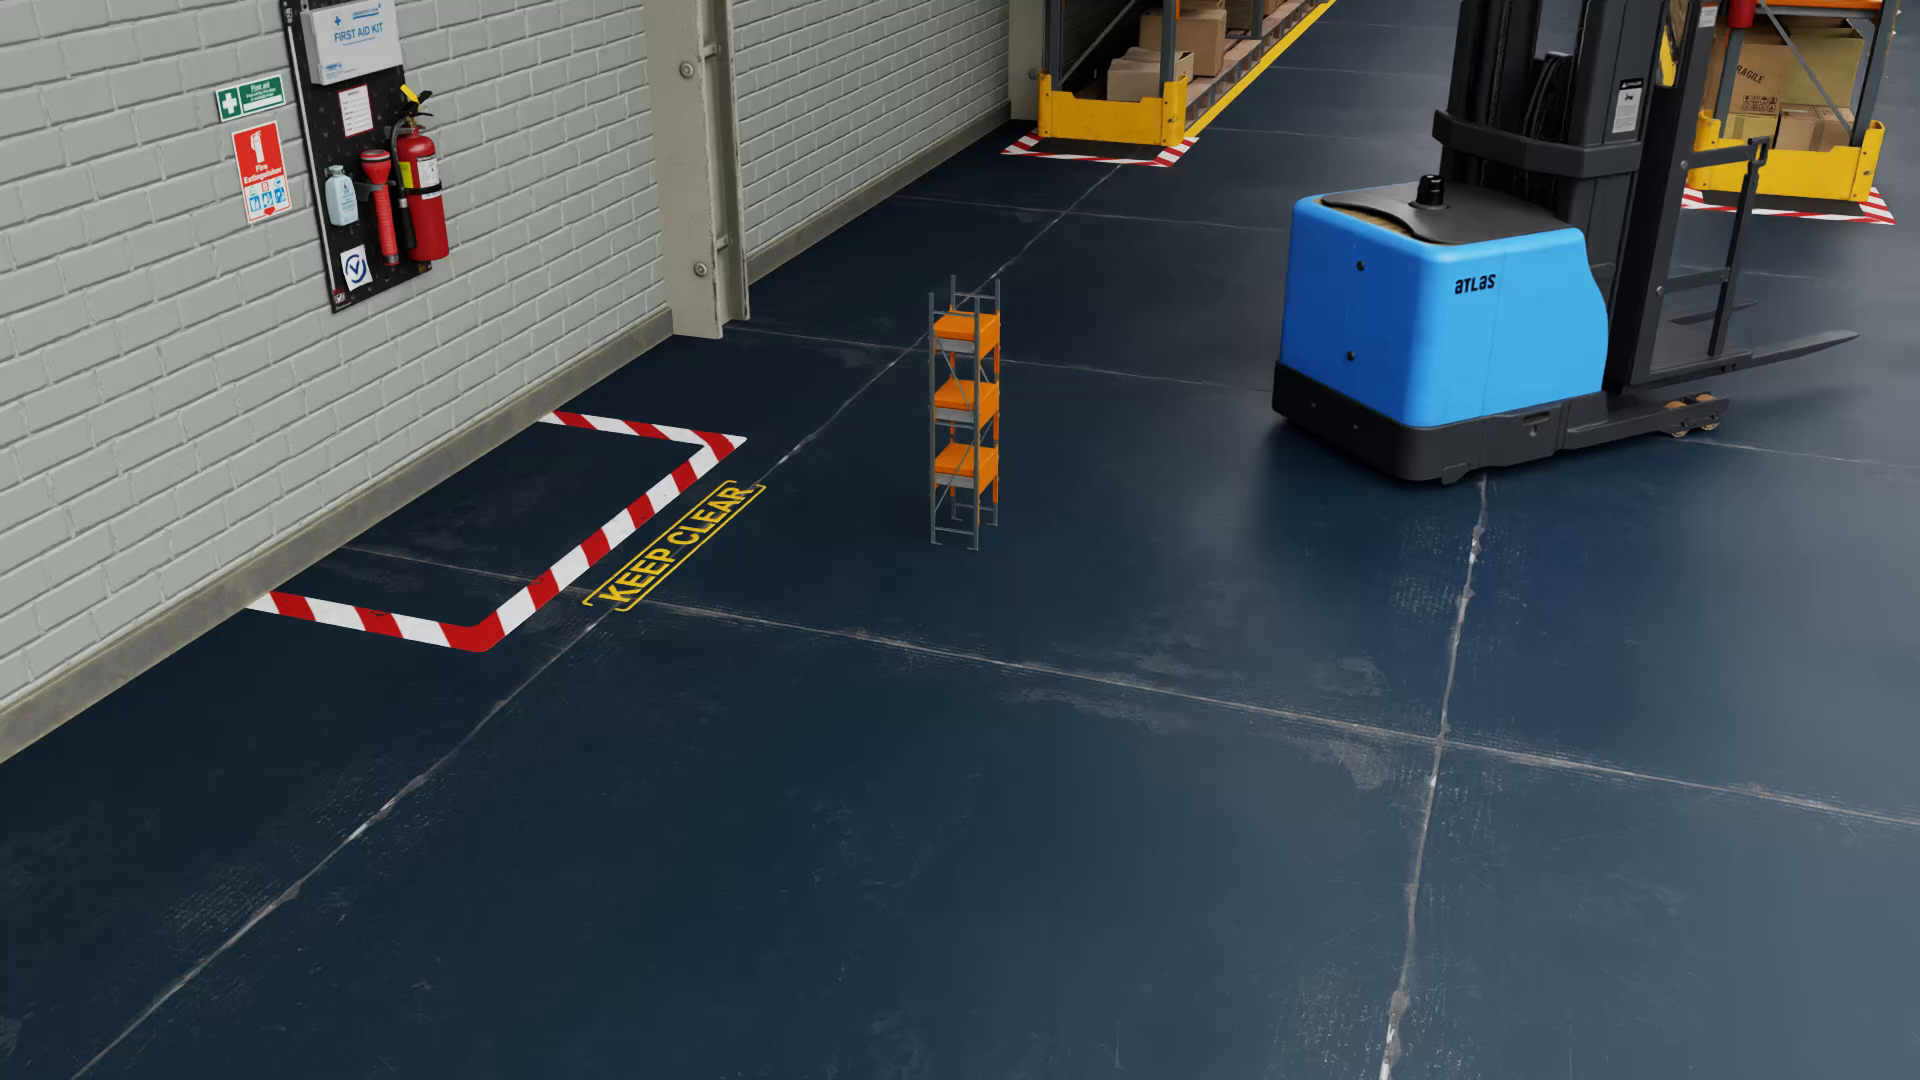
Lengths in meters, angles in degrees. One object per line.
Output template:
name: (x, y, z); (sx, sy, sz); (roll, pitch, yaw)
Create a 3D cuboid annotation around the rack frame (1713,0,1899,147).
rack frame: (5.866, -3.875, 11.310); (1.000, 3.000, 0.127); (9, 27, 17)

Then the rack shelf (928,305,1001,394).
rack shelf: (0.018, -0.740, 6.448); (0.215, 0.259, 0.240); (9, 27, 17)

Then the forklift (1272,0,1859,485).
forklift: (3.030, -1.989, 7.495); (3.031, 2.935, 1.130); (-12, 28, -24)

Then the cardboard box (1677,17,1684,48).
cardboard box: (7.232, -4.890, 16.081); (0.500, 0.250, 0.500); (8, 27, 17)

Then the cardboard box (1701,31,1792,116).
cardboard box: (5.764, -3.427, 12.199); (0.500, 0.500, 0.500); (9, 27, 17)

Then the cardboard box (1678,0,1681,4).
cardboard box: (7.568, -5.556, 16.812); (0.500, 0.311, 0.500); (8, 27, 17)

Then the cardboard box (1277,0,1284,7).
cardboard box: (3.246, -6.245, 18.570); (0.700, 0.500, 0.500); (9, 27, 17)

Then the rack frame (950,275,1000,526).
rack frame: (0.058, -0.545, 6.670); (0.200, 1.050, 0.008); (9, 27, 17)

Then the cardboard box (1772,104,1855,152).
cardboard box: (6.255, -3.014, 12.207); (0.500, 0.250, 0.500); (9, 27, 17)

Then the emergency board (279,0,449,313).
emergency board: (-2.244, -1.529, 6.466); (0.194, 1.169, 0.643); (9, 27, 17)

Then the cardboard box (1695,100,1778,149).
cardboard box: (5.766, -3.089, 12.362); (0.500, 0.250, 0.500); (9, 27, 17)

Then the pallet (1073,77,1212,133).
pallet: (1.523, -3.696, 14.142); (1.003, 0.211, 1.213); (9, 27, 17)

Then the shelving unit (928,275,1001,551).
shelving unit: (0.018, -0.495, 6.567); (0.215, 1.050, 0.252); (9, 27, 17)

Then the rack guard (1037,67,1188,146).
rack guard: (1.219, -3.498, 13.400); (1.175, 0.500, 0.348); (9, 27, 17)

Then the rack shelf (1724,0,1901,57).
rack shelf: (6.532, -4.373, 13.165); (1.077, 0.370, 4.000); (9, 27, 17)

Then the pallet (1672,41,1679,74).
pallet: (7.406, -4.572, 15.950); (1.003, 0.211, 1.213); (9, 27, 17)

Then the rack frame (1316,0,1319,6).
rack frame: (3.856, -7.879, 19.581); (1.000, 3.000, 0.127); (9, 27, 17)

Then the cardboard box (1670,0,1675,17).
cardboard box: (7.911, -5.734, 17.825); (0.500, 0.250, 0.500); (8, 27, 16)

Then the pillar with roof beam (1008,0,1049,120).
pillar with roof beam: (4.671, -7.080, 11.047); (9.100, 9.000, 0.400); (9, 27, 17)

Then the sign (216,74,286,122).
sign: (-2.515, -1.572, 5.905); (0.001, 0.109, 0.331); (9, 27, 17)

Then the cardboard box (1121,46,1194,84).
cardboard box: (1.699, -4.085, 14.325); (0.500, 0.311, 0.500); (11, 28, 22)

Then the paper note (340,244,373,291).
paper note: (-2.368, -1.070, 6.528); (0.016, 0.148, 0.142); (9, 27, 17)

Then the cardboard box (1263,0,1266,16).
cardboard box: (2.879, -5.833, 17.718); (0.700, 0.500, 0.500); (8, 27, 16)

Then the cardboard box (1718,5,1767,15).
cardboard box: (6.251, -4.045, 13.476); (0.500, 0.500, 0.500); (9, 27, 17)

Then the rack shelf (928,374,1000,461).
rack shelf: (0.018, -0.485, 6.571); (0.215, 0.259, 0.240); (9, 27, 17)

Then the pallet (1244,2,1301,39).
pallet: (3.187, -5.803, 18.494); (1.003, 0.211, 1.213); (9, 27, 17)

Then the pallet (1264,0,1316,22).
pallet: (3.595, -6.303, 19.526); (1.003, 0.211, 1.213); (9, 27, 17)

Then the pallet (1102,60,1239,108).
pallet: (1.930, -4.196, 15.174); (1.003, 0.211, 1.213); (9, 27, 17)

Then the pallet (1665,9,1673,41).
pallet: (8.218, -5.574, 18.021); (1.003, 0.211, 1.213); (9, 27, 17)

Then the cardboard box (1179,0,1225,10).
cardboard box: (2.217, -4.876, 15.742); (0.500, 0.500, 0.500); (7, 27, 14)

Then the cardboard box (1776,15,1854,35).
cardboard box: (6.574, -3.765, 12.896); (0.500, 0.500, 0.500); (9, 27, 17)

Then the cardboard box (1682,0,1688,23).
cardboard box: (7.229, -5.145, 15.964); (0.500, 0.311, 0.500); (10, 27, 19)

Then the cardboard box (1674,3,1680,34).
cardboard box: (7.573, -5.309, 16.946); (0.500, 0.250, 0.500); (9, 27, 18)
